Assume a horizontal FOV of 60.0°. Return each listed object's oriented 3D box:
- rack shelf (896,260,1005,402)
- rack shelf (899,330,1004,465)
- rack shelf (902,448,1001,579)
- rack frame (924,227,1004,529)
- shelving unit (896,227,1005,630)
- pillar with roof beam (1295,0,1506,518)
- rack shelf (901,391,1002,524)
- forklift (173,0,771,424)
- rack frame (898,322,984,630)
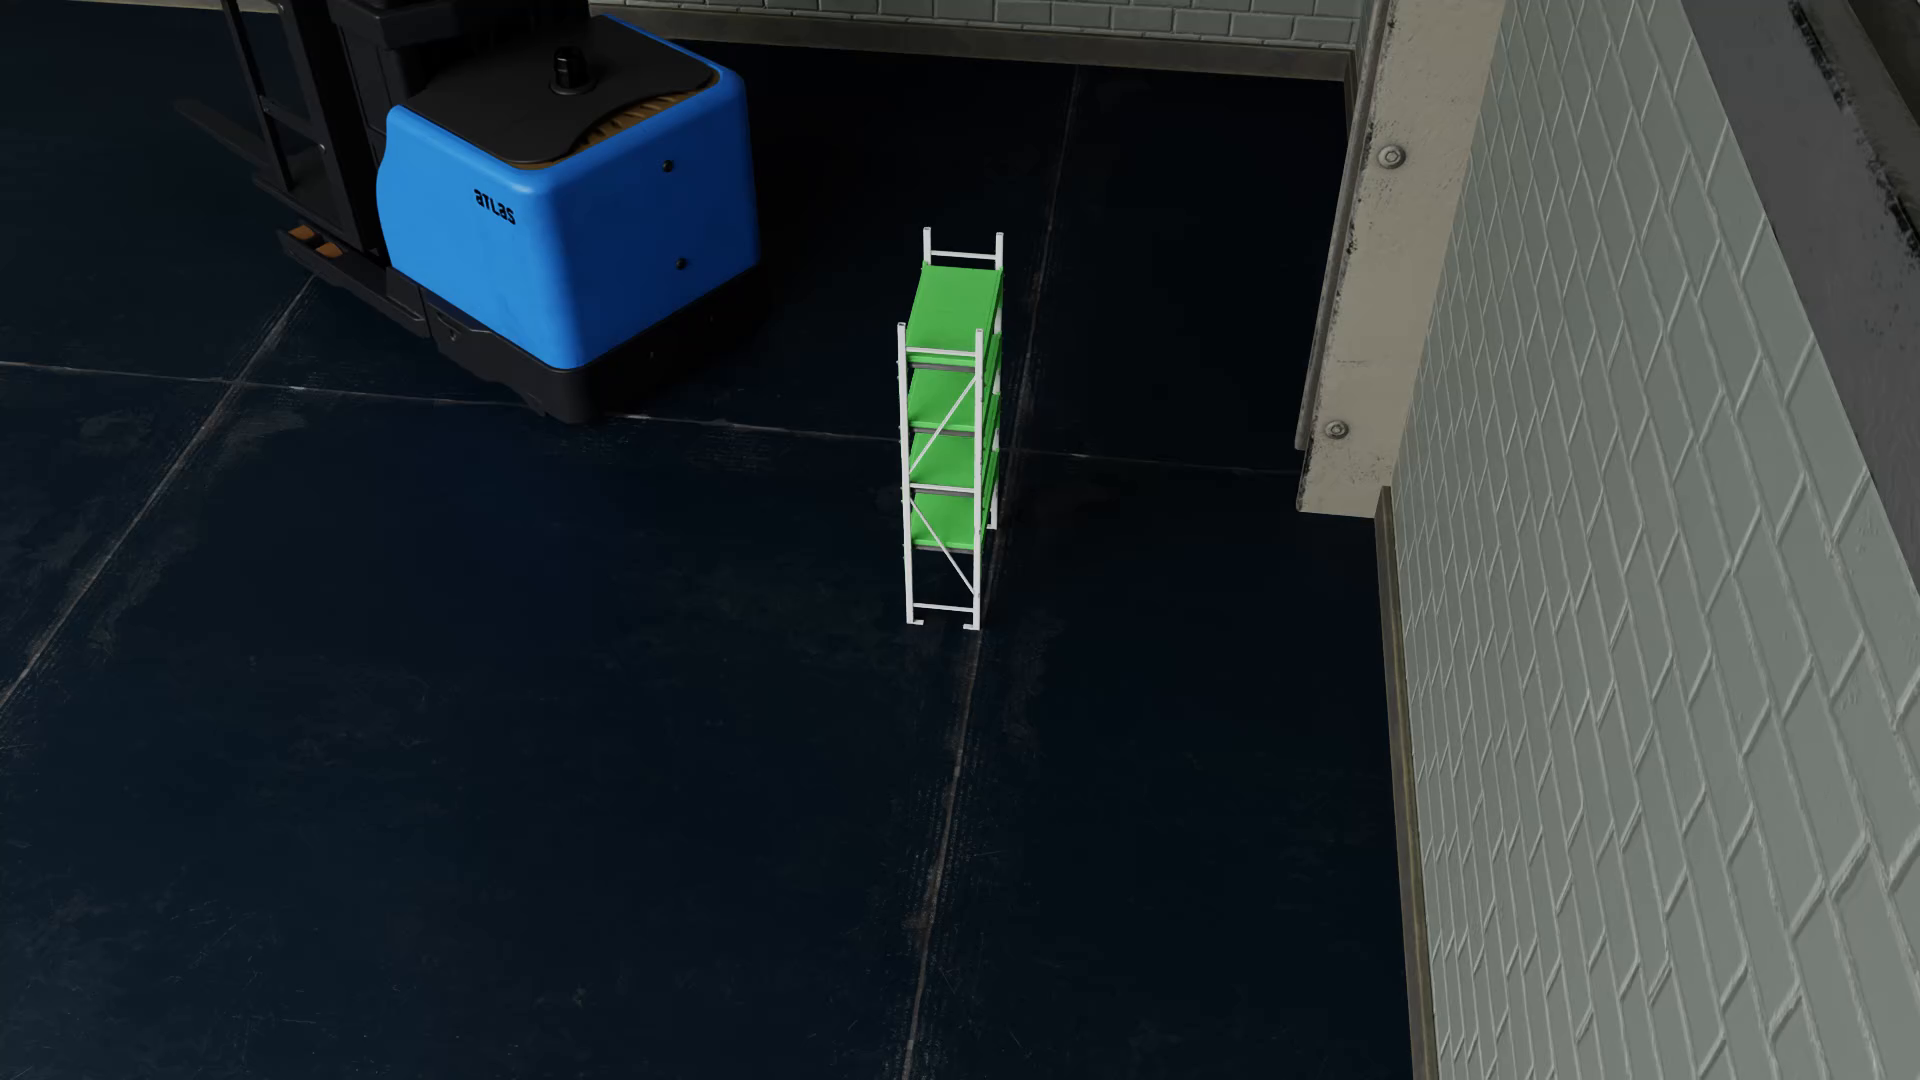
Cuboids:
[{"bbox_3d":[-0.022,-0.625,4.932,0.258,0.148,0.480,5,44,6],"label":"rack shelf"},{"bbox_3d":[-0.022,-0.451,5.097,0.258,0.148,0.480,5,44,6],"label":"rack shelf"},{"bbox_3d":[-0.022,-0.102,5.427,0.258,0.148,0.480,5,44,6],"label":"rack shelf"},{"bbox_3d":[0.010,-0.489,5.394,0.240,1.200,0.015,5,44,6],"label":"rack frame"},{"bbox_3d":[-0.022,-0.323,5.218,0.258,1.200,0.503,5,44,6],"label":"shelving unit"},{"bbox_3d":[-2.903,-3.882,3.305,9.100,9.000,0.400,5,44,6],"label":"pillar with roof beam"},{"bbox_3d":[-0.022,-0.276,5.262,0.258,0.148,0.480,5,44,6],"label":"rack shelf"},{"bbox_3d":[-2.195,-2.364,6.115,3.031,2.935,1.130,31,51,29],"label":"forklift"},{"bbox_3d":[-0.054,-0.157,5.043,0.240,1.200,0.015,5,44,6],"label":"rack frame"}]
